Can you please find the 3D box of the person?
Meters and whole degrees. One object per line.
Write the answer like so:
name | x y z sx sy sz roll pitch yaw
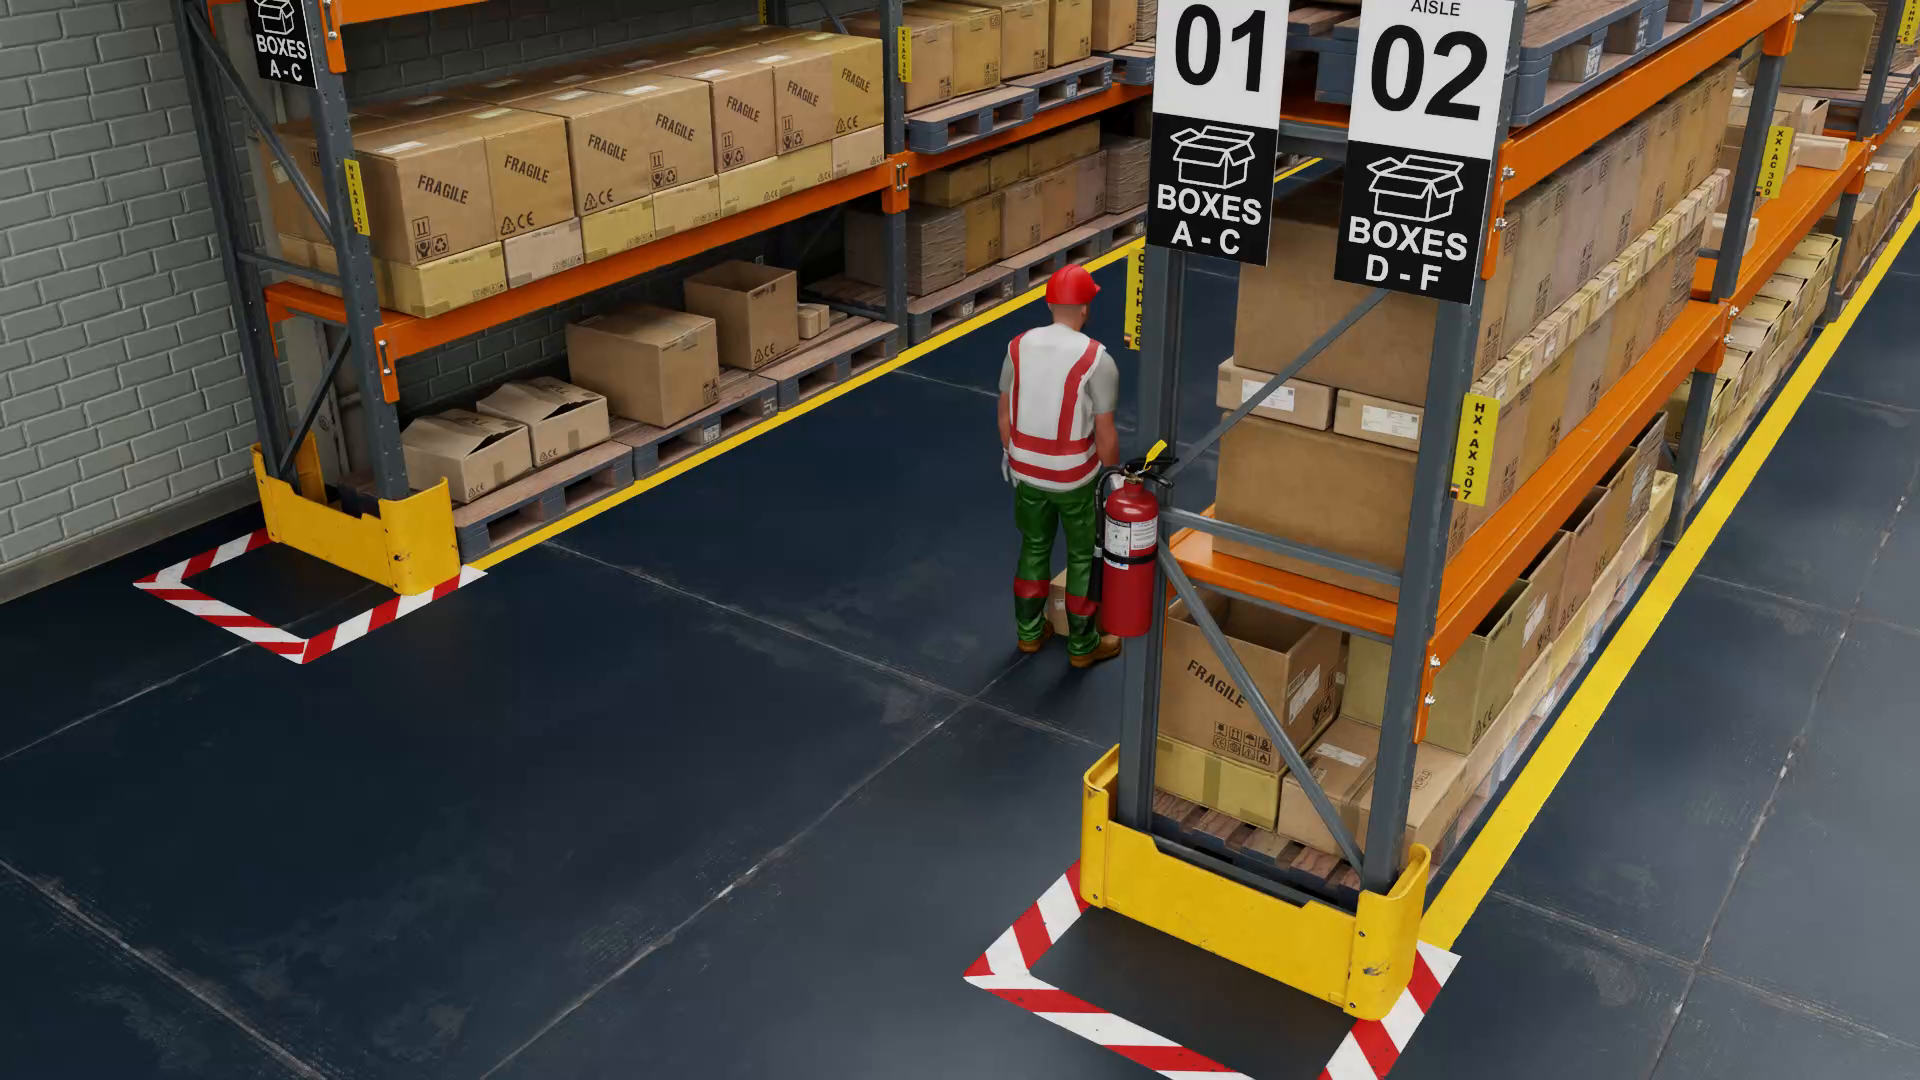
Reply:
person | 0.444 -0.310 7.217 0.613 1.779 0.456 17 31 30
